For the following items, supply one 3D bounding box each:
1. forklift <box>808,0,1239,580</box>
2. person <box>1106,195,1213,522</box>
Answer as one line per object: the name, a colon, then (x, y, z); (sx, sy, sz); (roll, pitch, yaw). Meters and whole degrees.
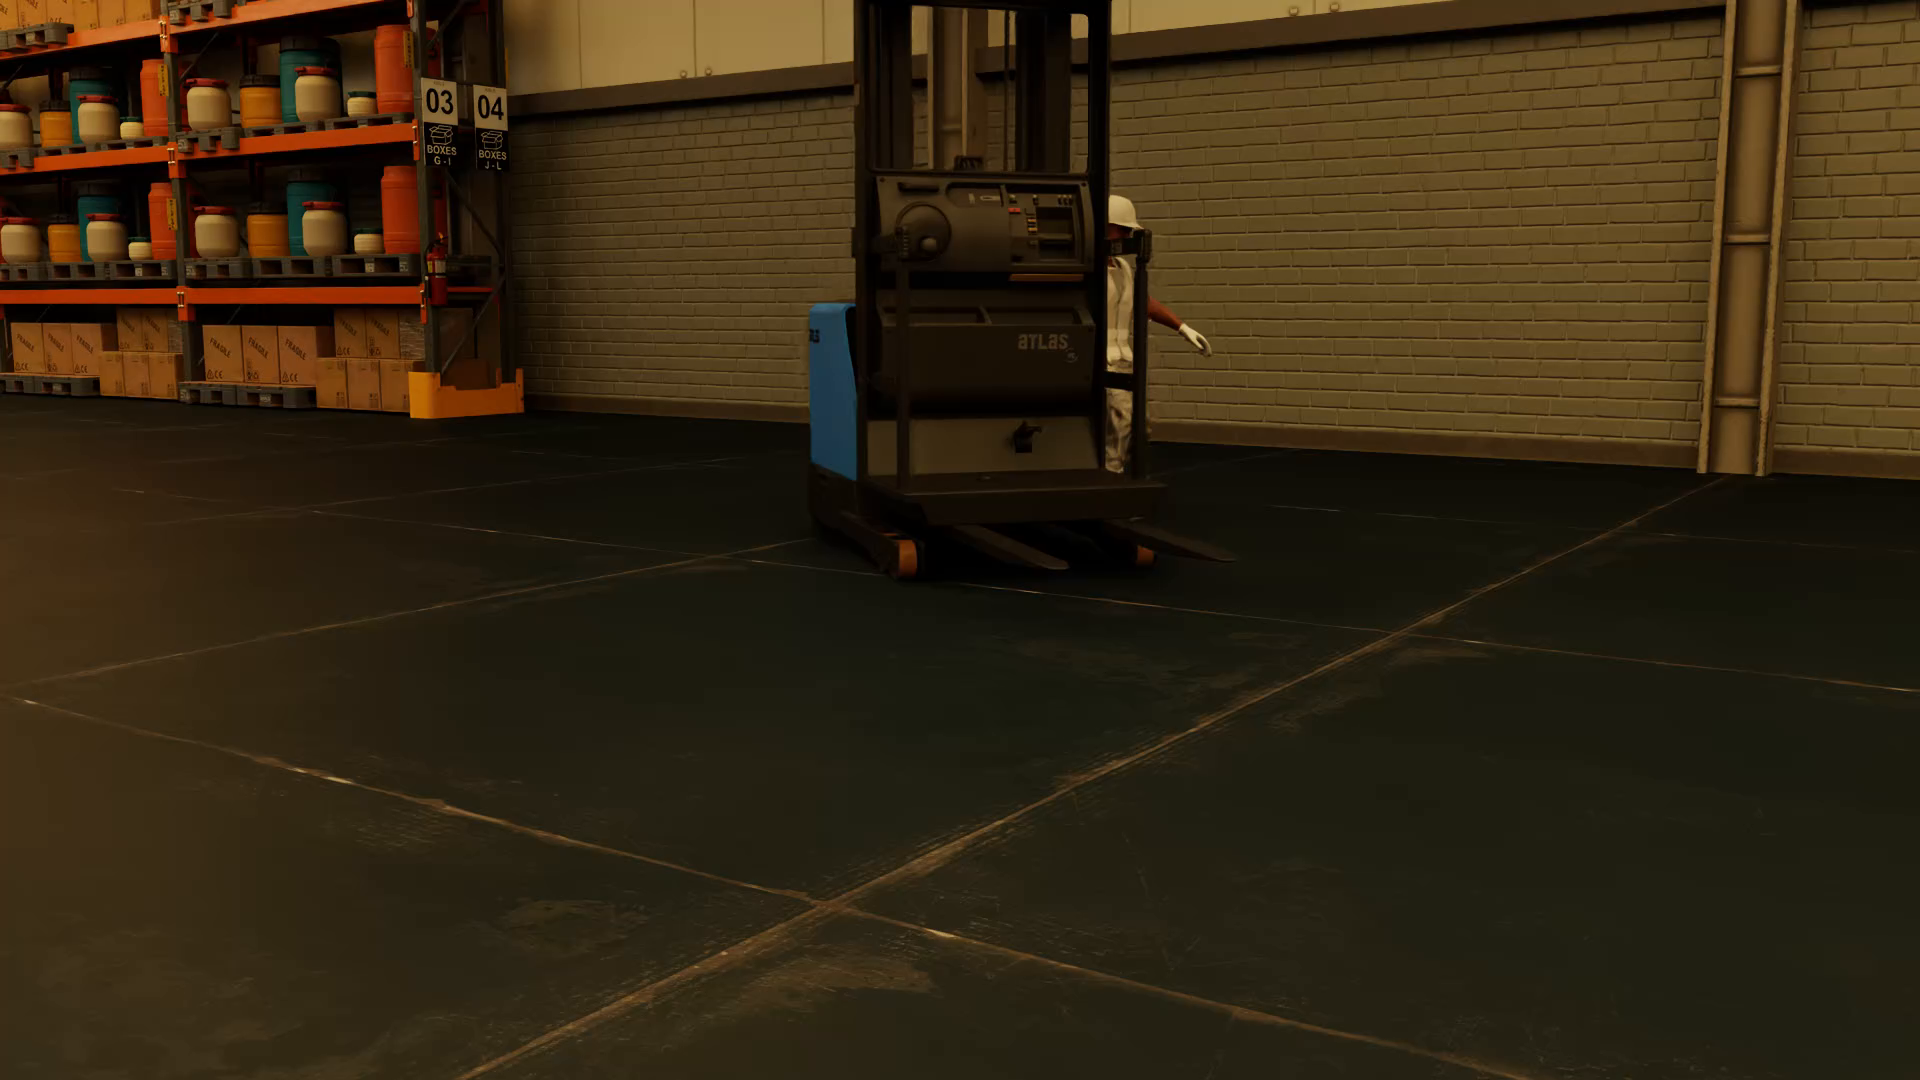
forklift: (0.174, -1.355, 6.721); (1.130, 2.935, 3.031); (-2, 8, -17)
person: (0.818, -0.901, 8.402); (0.900, 1.650, 1.022); (6, 10, 38)
